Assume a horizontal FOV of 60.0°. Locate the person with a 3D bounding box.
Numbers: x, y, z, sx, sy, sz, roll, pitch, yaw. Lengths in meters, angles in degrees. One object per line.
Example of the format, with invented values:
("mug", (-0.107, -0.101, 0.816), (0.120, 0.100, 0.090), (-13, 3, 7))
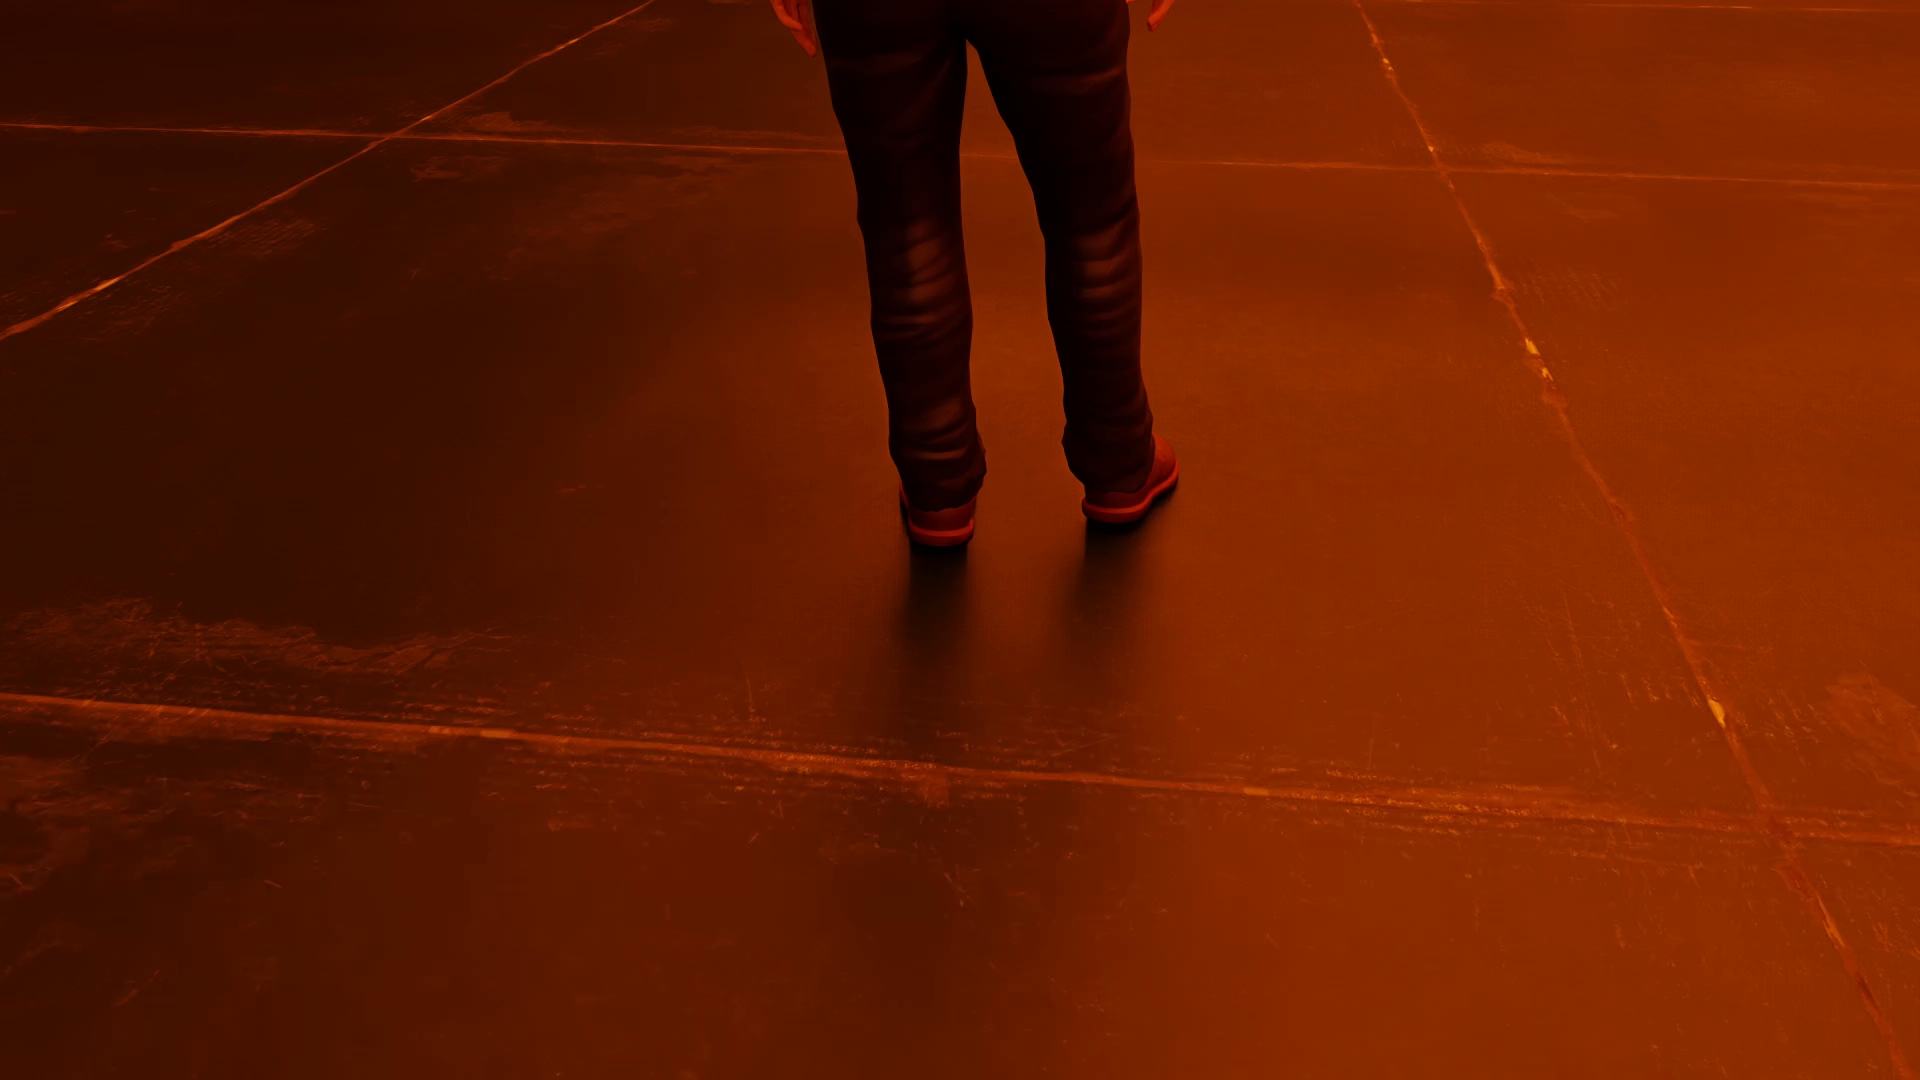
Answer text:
("person", (0.035, -0.782, 2.206), (0.598, 1.651, 0.502), (3, 27, 7))
